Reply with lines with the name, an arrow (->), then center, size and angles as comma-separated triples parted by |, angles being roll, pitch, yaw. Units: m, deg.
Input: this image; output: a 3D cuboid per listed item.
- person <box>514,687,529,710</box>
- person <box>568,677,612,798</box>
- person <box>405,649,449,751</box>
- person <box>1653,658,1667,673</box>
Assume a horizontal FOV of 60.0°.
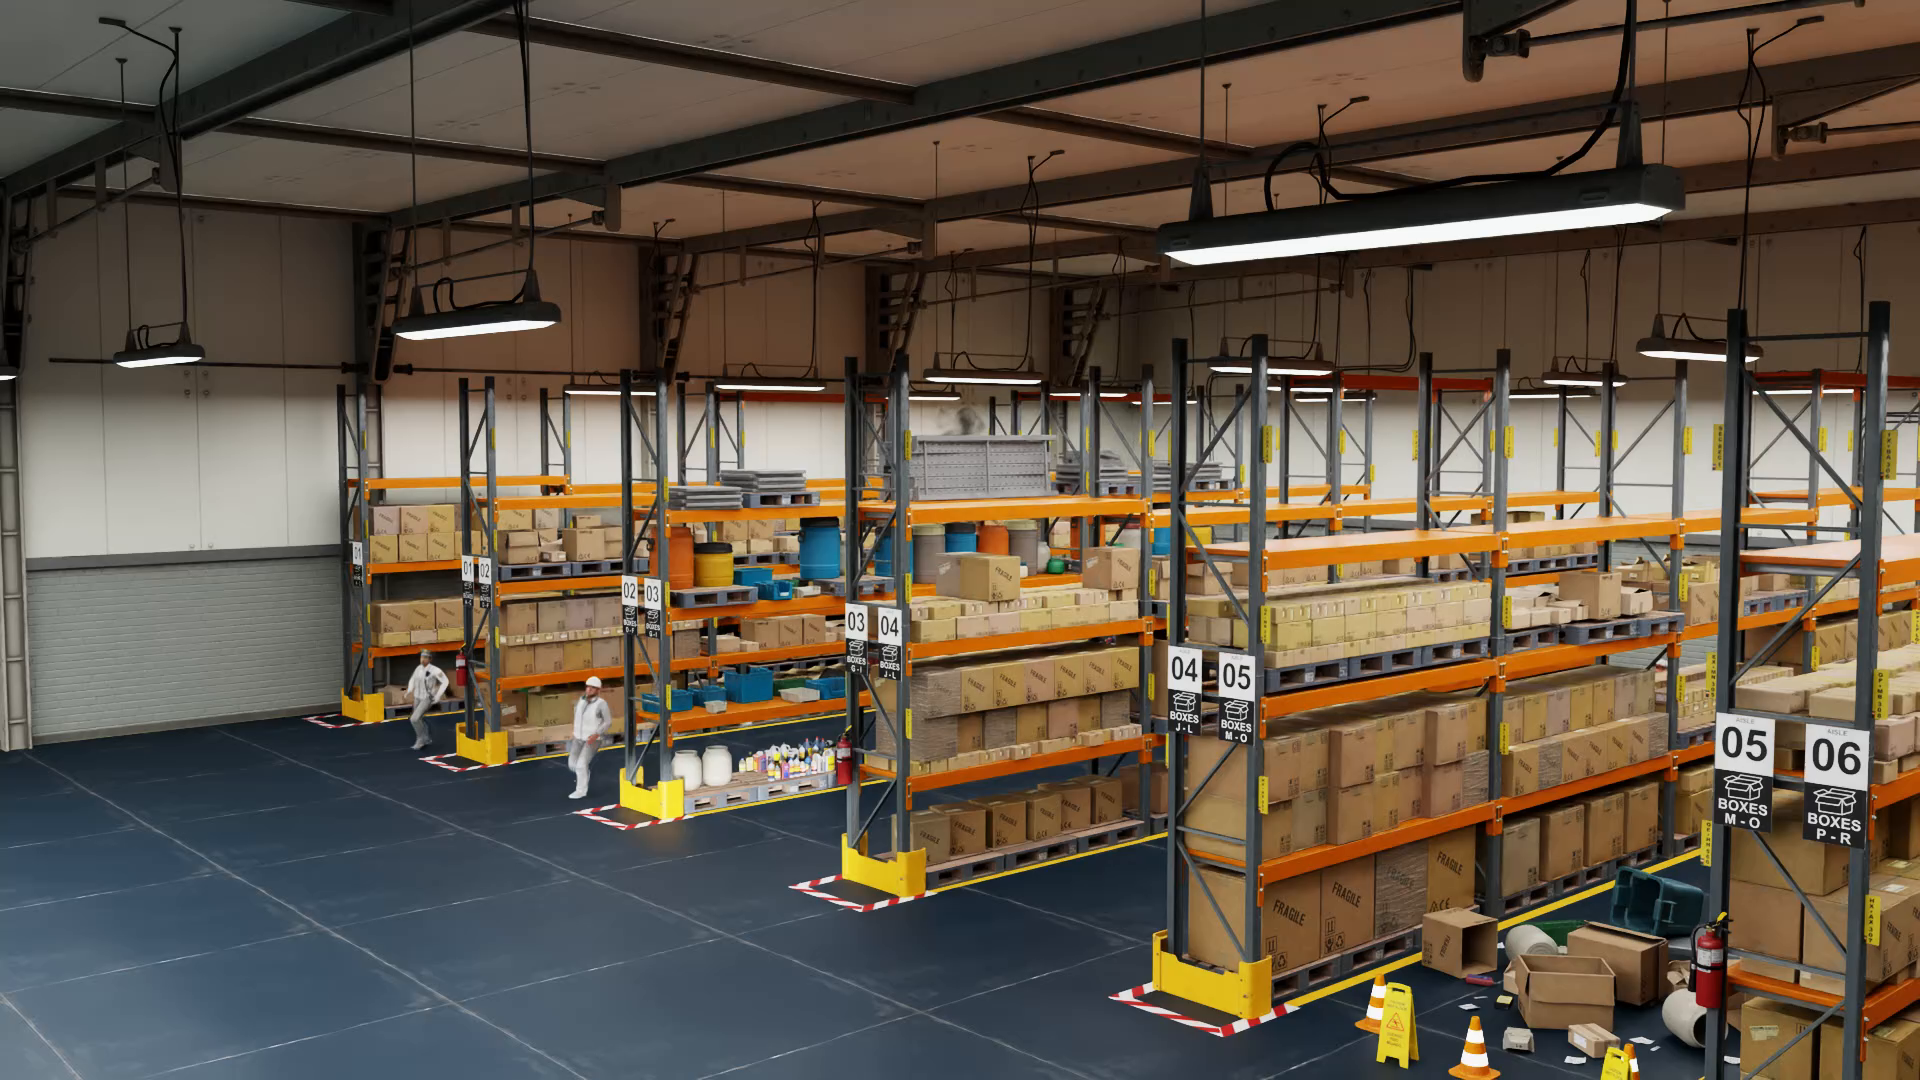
person -> -7.435, 2.355, 28.205 | 0.645, 1.743, 0.868 | 3, 5, 40
person -> -5.204, 2.770, 23.437 | 0.719, 1.720, 0.560 | 2, 4, 23
person -> -8.651, 2.578, 26.885 | 0.674, 1.667, 0.622 | 2, 4, 30
person -> 10.428, 2.649, 24.684 | 0.894, 1.793, 0.674 | -3, 5, -37
